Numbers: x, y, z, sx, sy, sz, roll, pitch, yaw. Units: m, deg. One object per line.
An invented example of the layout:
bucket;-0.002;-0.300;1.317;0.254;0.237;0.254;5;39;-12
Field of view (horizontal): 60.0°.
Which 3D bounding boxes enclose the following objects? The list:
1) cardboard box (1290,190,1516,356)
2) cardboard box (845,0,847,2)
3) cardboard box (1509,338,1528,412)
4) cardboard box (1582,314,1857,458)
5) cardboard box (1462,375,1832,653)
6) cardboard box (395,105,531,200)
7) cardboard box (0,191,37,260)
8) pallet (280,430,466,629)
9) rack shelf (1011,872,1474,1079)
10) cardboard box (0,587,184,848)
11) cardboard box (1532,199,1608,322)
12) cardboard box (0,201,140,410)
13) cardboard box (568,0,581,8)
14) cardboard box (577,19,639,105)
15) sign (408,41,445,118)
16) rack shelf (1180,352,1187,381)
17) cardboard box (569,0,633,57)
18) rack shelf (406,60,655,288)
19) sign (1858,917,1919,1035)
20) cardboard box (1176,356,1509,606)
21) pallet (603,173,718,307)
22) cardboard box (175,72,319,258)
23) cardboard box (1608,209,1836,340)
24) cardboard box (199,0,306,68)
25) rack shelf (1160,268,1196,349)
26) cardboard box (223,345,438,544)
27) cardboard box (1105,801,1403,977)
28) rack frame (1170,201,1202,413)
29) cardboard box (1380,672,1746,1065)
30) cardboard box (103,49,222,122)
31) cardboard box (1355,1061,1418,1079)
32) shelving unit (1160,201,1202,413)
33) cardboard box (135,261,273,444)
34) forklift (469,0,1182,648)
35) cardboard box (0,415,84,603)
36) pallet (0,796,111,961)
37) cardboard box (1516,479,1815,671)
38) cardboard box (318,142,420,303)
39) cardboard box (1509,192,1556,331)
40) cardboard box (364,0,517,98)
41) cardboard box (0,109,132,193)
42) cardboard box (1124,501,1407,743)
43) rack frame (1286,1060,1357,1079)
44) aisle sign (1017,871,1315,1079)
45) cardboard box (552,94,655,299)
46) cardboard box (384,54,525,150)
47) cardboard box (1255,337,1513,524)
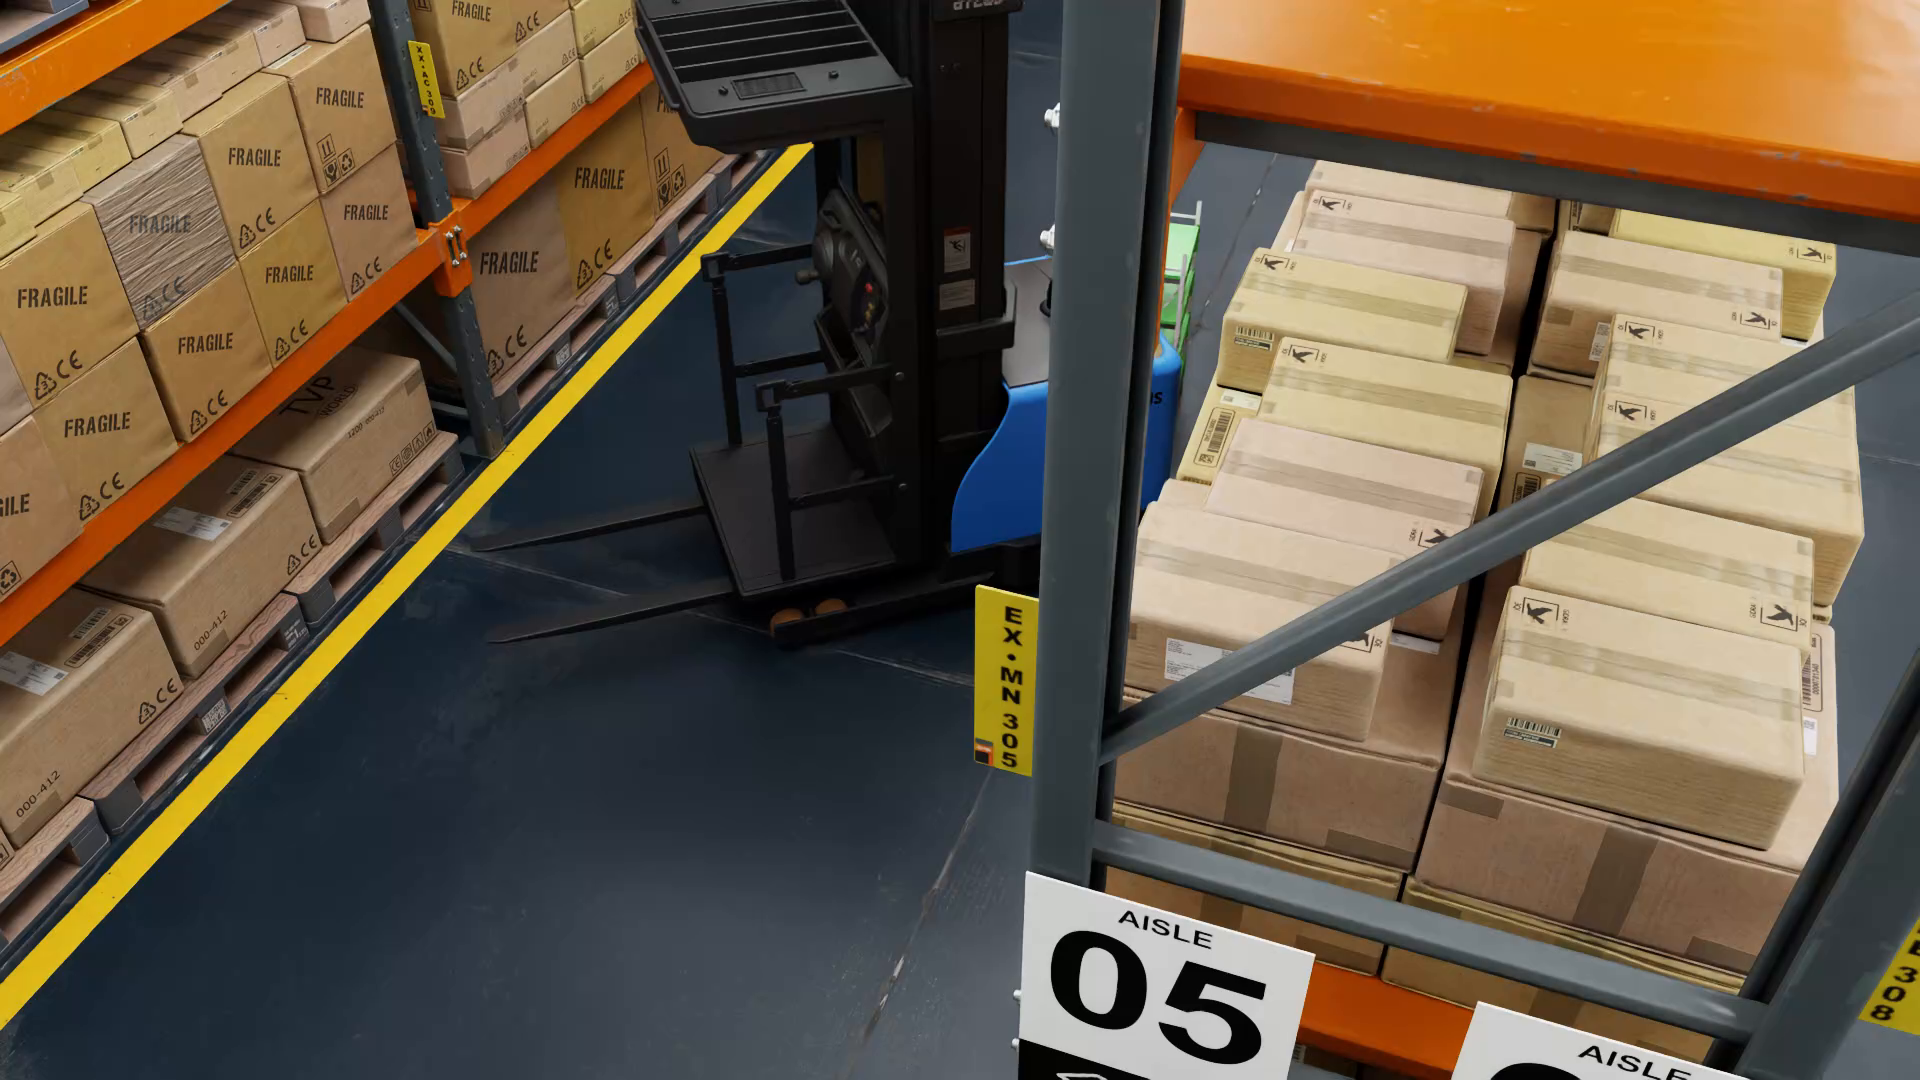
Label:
cardboard box;0.815;-0.501;3.092;0.380;0.149;0.250;12;42;14
cardboard box;-1.166;-3.614;11.330;0.950;0.372;0.625;11;42;12
cardboard box;1.324;-0.134;3.354;0.500;0.250;0.500;12;42;14
cardboard box;1.256;-0.217;2.759;0.380;0.149;0.250;14;42;16
cardboard box;1.154;0.002;2.810;0.500;0.250;0.500;13;42;15
cardboard box;-2.338;-1.825;7.647;0.500;0.250;0.500;12;42;14
cardboard box;-3.153;-0.989;5.205;0.380;0.149;0.250;12;42;14
pallet;-3.070;-0.165;7.734;1.003;0.211;1.213;13;42;15
rack shelf;1.266;-0.283;3.967;1.077;0.370;4.000;13;42;15
cardboard box;-3.668;0.598;6.342;0.875;0.438;0.875;14;43;16
cardboard box;1.509;-0.613;3.530;0.500;0.250;0.500;12;42;13
cardboard box;-3.164;-0.817;5.503;0.500;0.500;0.500;13;42;15
cardboard box;-1.994;-2.917;7.964;0.500;0.500;0.500;12;42;14
cardboard box;-1.972;-2.450;8.379;0.500;0.250;0.500;13;42;15
sign;-2.215;-1.909;6.902;0.100;0.325;0.005;13;42;15
rack shelf;0.944;-0.740;8.115;0.258;0.148;0.480;9;41;10
cardboard box;-1.972;-2.637;8.214;0.500;0.250;0.500;14;42;16
rack shelf;-2.053;-2.618;9.016;1.077;0.370;4.000;13;42;15
sign;1.092;0.451;1.879;0.100;0.325;0.005;13;42;15
cardboard box;0.674;-0.119;2.952;0.500;0.250;0.500;12;42;14
pallet;-2.128;-1.845;9.704;1.003;0.211;1.213;13;42;15
cardboard box;-2.820;-1.434;6.226;0.500;0.500;0.500;13;42;14
cardboard box;1.424;-0.538;3.135;0.380;0.149;0.250;15;43;16
cardboard box;-2.735;-1.942;6.322;0.380;0.149;0.250;14;43;16
rack shelf;0.944;-1.105;7.803;0.258;0.148;0.480;9;41;10
cardboard box;-3.052;-0.498;7.627;0.875;0.438;0.875;13;42;14
cardboard box;0.489;0.384;2.746;0.500;0.250;0.500;12;42;14
rack frame;1.002;-1.125;8.098;0.240;1.200;0.015;9;41;10
cardboard box;0.976;0.504;2.607;0.500;0.250;0.500;15;43;17
cardboard box;-2.899;-1.634;5.960;0.380;0.149;0.250;13;42;15
cardboard box;0.985;1.058;3.076;0.500;0.500;0.500;13;42;15
shelving unit;0.944;-0.971;7.917;0.258;1.200;0.503;9;41;10
cardboard box;-2.984;-0.746;6.189;0.500;0.500;0.500;13;42;14
forklift;-0.627;-1.042;6.667;3.031;2.935;1.130;-12;42;-14
cardboard box;-3.333;-0.120;5.457;0.500;0.500;0.500;13;42;15
pallet;-3.904;1.323;5.990;1.003;0.211;1.213;13;42;15
cardboard box;1.010;0.080;2.411;0.380;0.149;0.250;15;43;17
cardboard box;-2.655;-1.370;6.922;0.500;0.500;0.500;14;42;15
cardboard box;1.035;-0.736;3.675;0.500;0.250;0.500;12;42;13
cardboard box;-2.316;-2.295;7.235;0.500;0.500;0.500;14;42;16
cardboard box;-3.039;-1.313;5.584;0.380;0.149;0.250;12;42;14
cardboard box;0.419;0.111;2.375;0.380;0.149;0.250;13;42;15
rack frame;0.582;1.805;3.277;1.000;3.000;0.127;13;42;15
aisle sign;0.275;0.794;2.459;0.394;0.787;0.004;13;42;15
cardboard box;-2.298;-1.972;9.017;0.875;0.875;0.875;14;43;16
cardboard box;-2.321;-2.011;7.480;0.500;0.250;0.500;12;42;14
cardboard box;0.683;-0.175;2.709;0.380;0.149;0.250;12;42;14
